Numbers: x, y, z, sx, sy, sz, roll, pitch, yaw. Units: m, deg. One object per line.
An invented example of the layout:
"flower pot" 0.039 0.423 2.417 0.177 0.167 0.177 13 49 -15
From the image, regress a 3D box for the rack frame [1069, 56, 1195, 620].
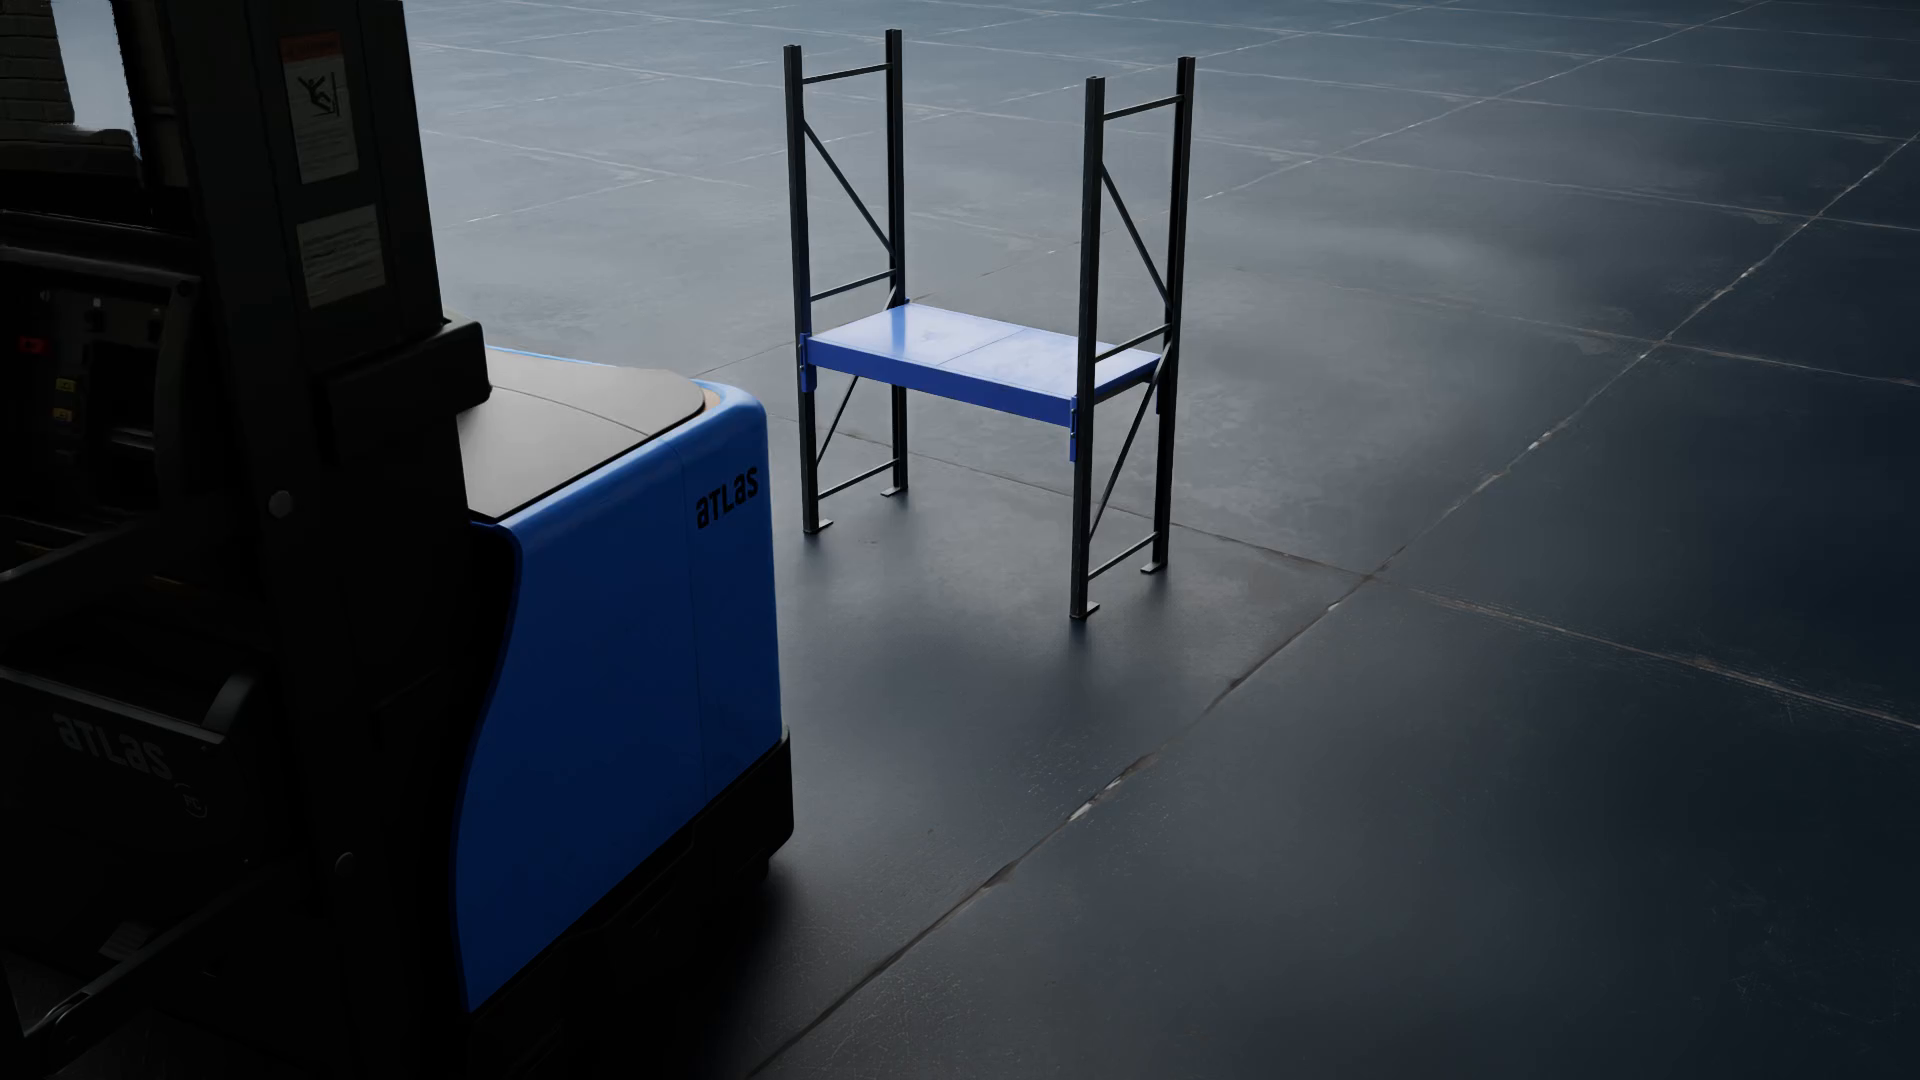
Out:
"rack frame" 0.475 -0.543 4.622 0.032 1.500 0.500 17 29 33

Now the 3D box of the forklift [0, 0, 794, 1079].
"forklift" -1.458 -0.205 2.081 1.130 2.935 3.031 11 26 23

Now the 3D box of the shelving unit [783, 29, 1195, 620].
"shelving unit" 0.068 -0.666 4.901 1.048 1.500 0.538 17 29 33

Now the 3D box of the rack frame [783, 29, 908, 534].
"rack frame" -0.339 -0.789 5.180 0.032 1.500 0.500 17 29 33

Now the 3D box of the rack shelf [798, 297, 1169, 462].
"rack shelf" 0.068 -0.501 4.973 1.000 0.185 0.538 17 29 33
